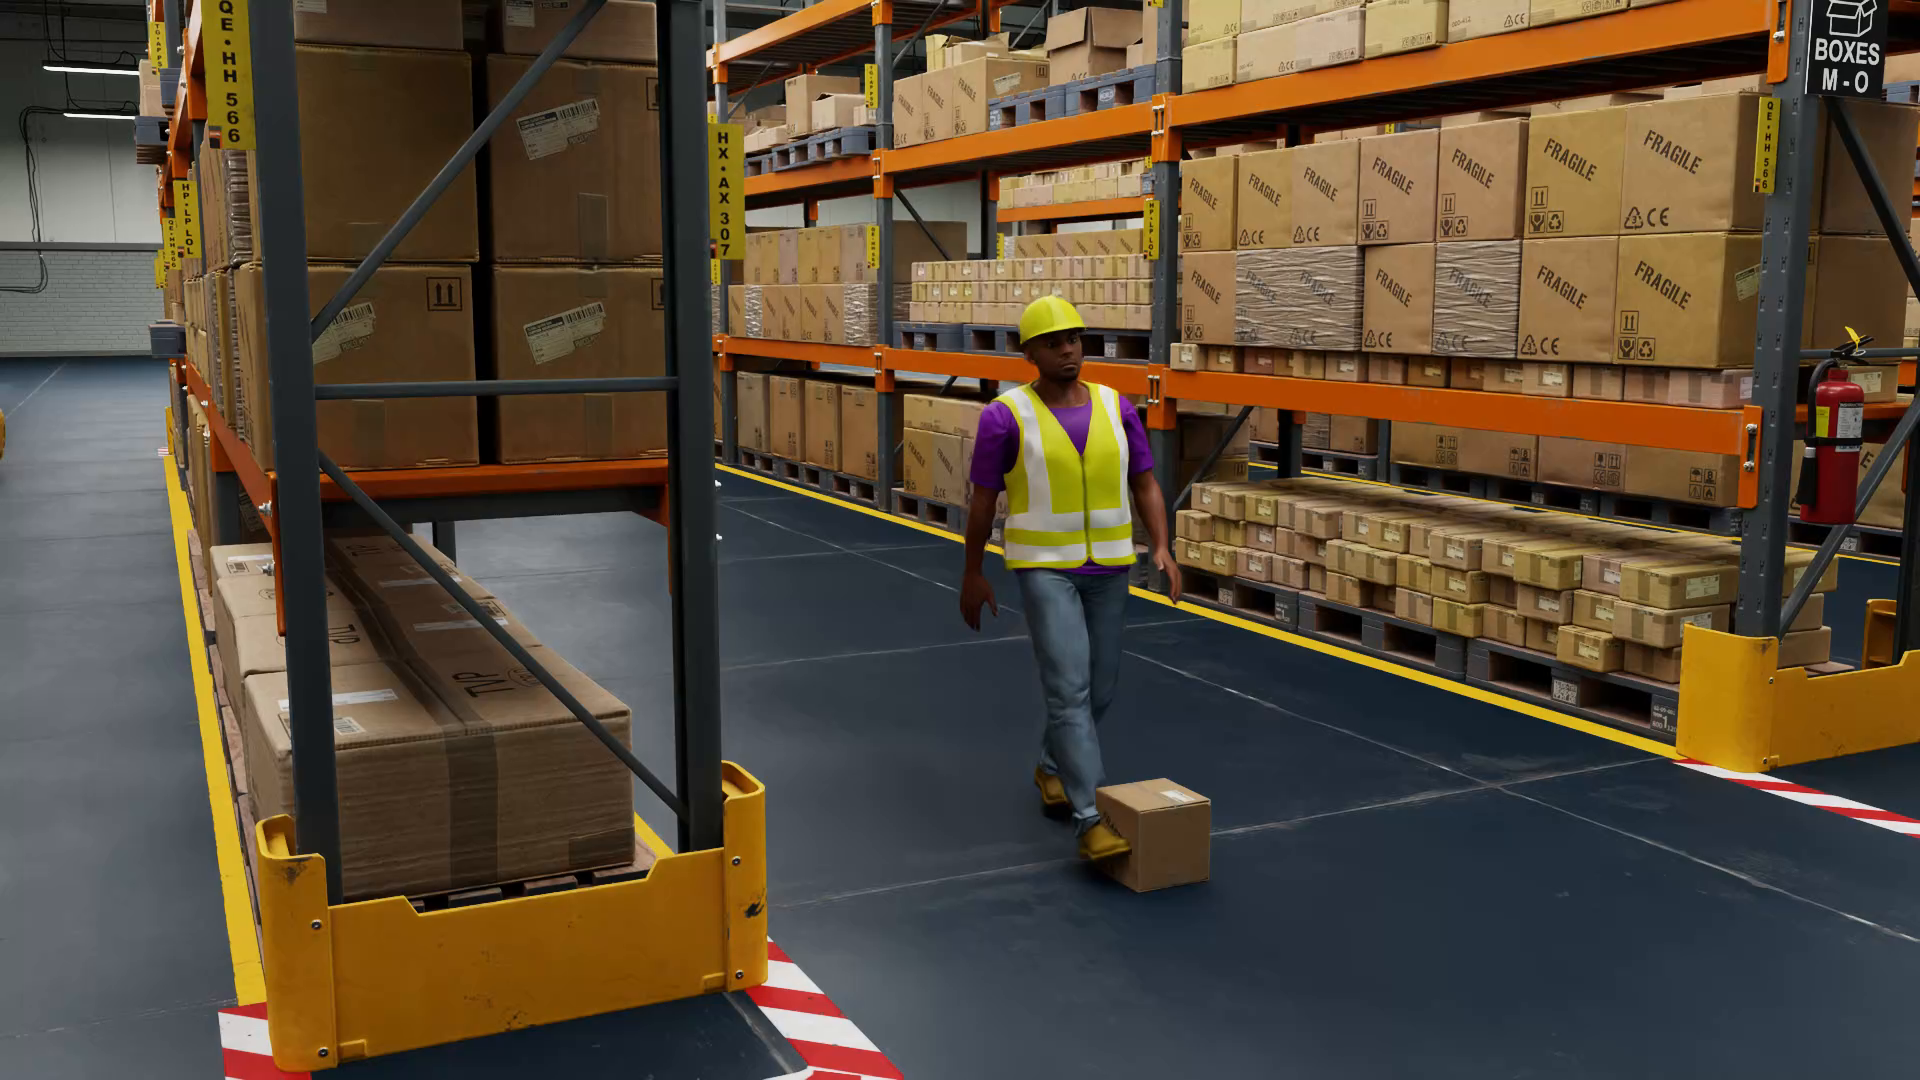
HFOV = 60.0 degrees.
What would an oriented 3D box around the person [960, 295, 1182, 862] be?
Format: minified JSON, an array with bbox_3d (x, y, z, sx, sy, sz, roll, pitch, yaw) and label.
[{"bbox_3d":[0.404,0.098,5.193,0.621,1.706,0.945,-3,9,-21],"label":"person"}]
